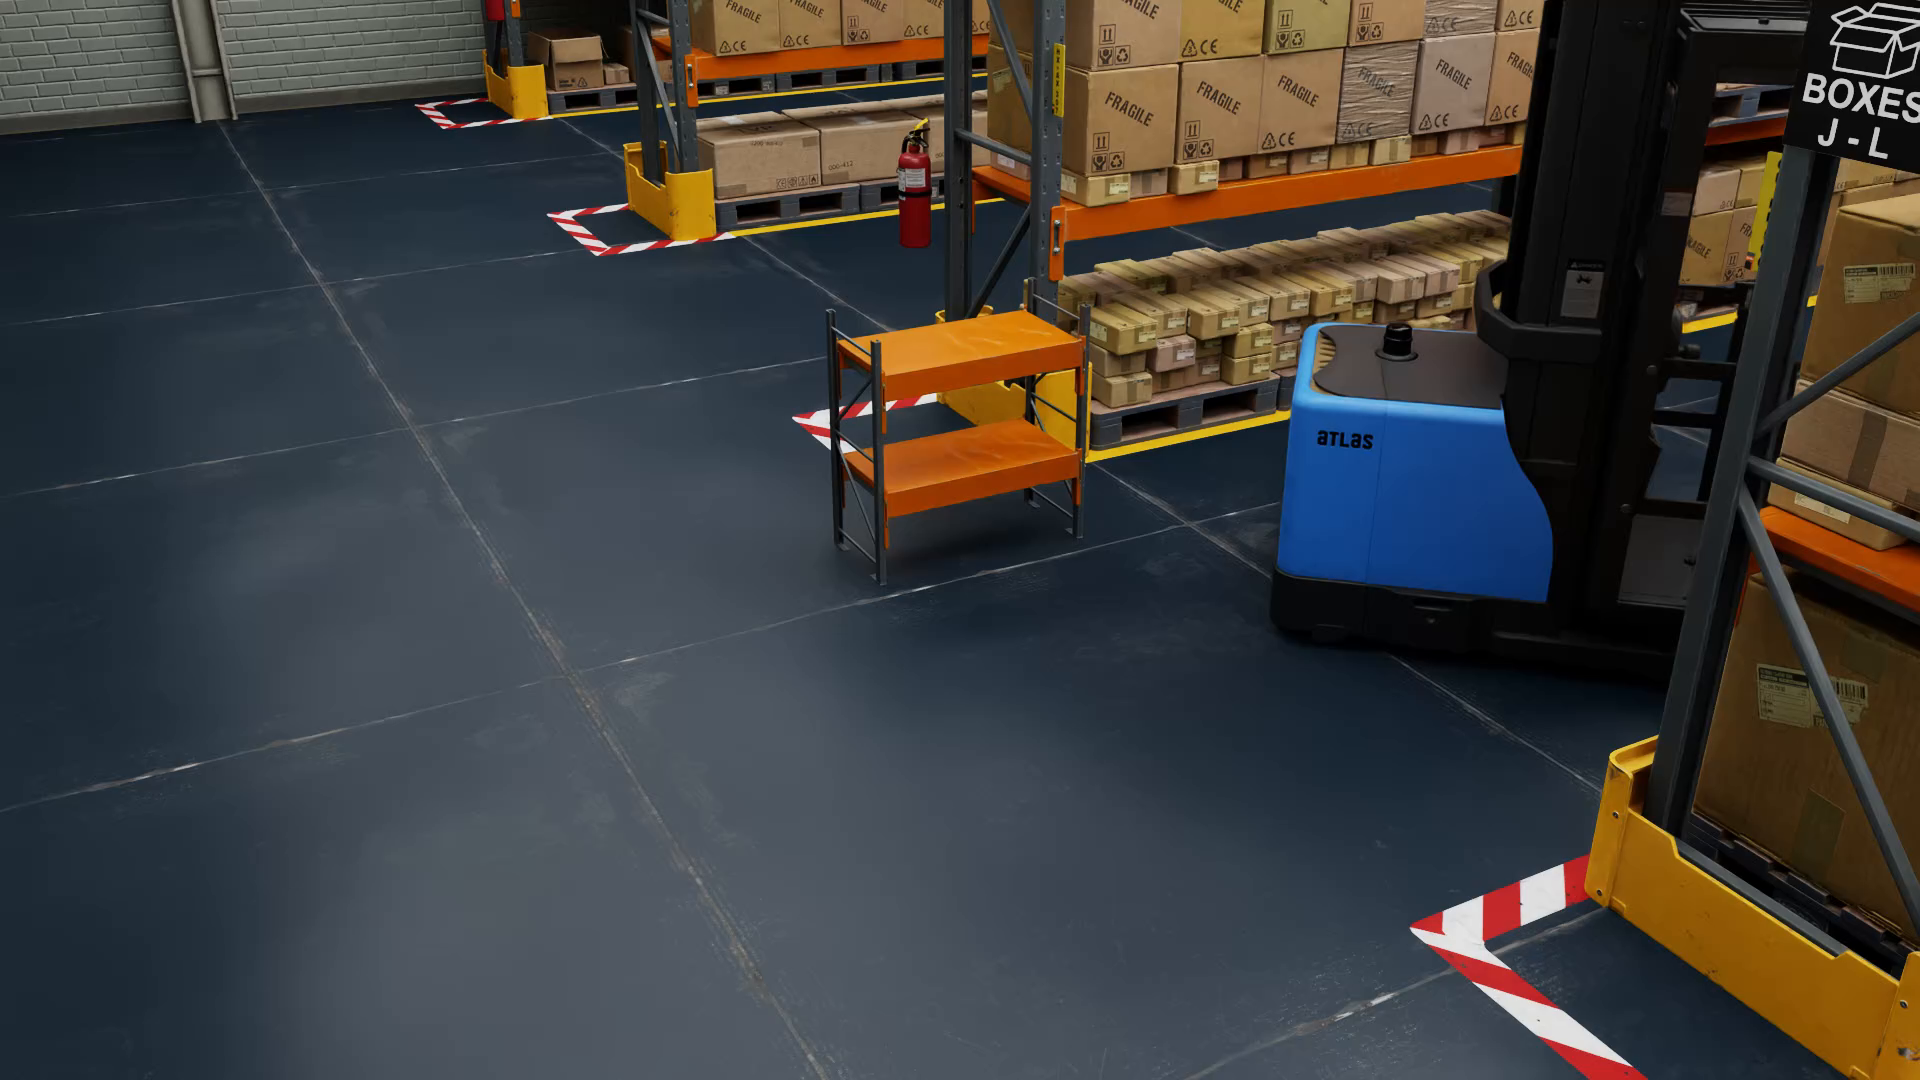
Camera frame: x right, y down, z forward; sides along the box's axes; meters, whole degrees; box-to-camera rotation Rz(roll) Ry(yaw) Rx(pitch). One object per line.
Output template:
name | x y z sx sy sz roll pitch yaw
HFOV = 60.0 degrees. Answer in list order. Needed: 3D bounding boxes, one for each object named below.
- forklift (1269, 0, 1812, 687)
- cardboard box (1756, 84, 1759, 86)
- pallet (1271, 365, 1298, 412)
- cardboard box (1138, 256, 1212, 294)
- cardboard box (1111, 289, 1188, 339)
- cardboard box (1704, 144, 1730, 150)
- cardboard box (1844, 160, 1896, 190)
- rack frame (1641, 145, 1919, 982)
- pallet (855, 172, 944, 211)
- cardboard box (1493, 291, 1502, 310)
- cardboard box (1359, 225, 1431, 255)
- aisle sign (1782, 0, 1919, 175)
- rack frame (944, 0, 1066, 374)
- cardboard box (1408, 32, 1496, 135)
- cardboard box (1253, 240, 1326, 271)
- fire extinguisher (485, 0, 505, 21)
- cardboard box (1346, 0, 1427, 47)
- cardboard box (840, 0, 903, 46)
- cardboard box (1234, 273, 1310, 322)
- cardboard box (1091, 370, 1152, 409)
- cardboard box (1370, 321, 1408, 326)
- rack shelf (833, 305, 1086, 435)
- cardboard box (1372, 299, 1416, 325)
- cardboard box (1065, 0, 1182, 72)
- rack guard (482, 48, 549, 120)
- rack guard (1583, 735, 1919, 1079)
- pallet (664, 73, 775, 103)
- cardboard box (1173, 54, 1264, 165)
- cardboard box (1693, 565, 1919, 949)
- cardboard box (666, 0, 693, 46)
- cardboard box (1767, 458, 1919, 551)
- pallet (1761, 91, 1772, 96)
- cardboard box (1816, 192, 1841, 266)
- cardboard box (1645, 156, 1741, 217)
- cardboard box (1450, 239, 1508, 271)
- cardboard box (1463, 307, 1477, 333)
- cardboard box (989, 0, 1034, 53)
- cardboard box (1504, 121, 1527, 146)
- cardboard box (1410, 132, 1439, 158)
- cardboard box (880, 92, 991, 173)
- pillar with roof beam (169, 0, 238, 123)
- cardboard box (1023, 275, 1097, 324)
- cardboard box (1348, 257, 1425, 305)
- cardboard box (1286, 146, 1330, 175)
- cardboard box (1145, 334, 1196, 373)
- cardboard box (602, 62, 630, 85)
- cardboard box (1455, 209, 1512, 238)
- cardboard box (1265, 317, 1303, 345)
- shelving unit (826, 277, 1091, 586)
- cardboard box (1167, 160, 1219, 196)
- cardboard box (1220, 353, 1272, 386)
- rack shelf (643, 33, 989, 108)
forklift | 2.859 -0.965 6.374 3.031 2.935 1.130 6 26 12
cardboard box | 4.760 -2.862 10.050 0.250 0.149 0.380 -13 28 -25
pallet | 2.078 -1.115 9.829 1.213 0.211 1.003 -13 29 -25
cardboard box | 1.226 -1.494 9.518 0.250 0.149 0.380 -14 29 -27
cardboard box | 1.011 -1.210 8.925 0.250 0.149 0.380 -12 28 -24
cardboard box | 4.729 -2.521 11.072 0.500 0.250 0.500 -12 28 -23
cardboard box | 5.884 -2.544 11.120 0.500 0.250 0.500 -12 28 -24
rack frame | 2.447 -0.044 4.375 0.127 3.000 1.000 -13 29 -25
pallet | -0.473 -3.011 13.777 1.213 0.211 1.003 -13 29 -25
cardboard box | 3.142 -1.505 9.883 0.250 0.149 0.380 -14 29 -27
cardboard box | 2.640 -1.789 10.131 0.250 0.149 0.380 -14 29 -26
aisle sign | 2.242 -1.315 4.020 0.004 0.787 0.394 -13 29 -25
rack frame | 0.202 -1.958 8.363 0.127 3.000 1.000 -13 29 -25
cardboard box | 2.539 -2.540 9.115 0.500 0.500 0.500 -13 29 -25
cardboard box | 1.939 -1.646 9.833 0.250 0.149 0.380 -13 28 -25
fire extinguisher | -4.468 -5.314 15.872 0.183 0.674 0.296 -13 29 -25
cardboard box | 2.083 -2.886 8.681 0.500 0.500 0.500 -14 29 -27
cardboard box | -0.767 -4.072 12.650 0.500 0.500 0.500 -13 29 -25
cardboard box | 1.722 -1.347 9.211 0.250 0.149 0.380 -12 28 -23
cardboard box | 0.815 -0.847 8.857 0.250 0.149 0.380 -12 28 -24
cardboard box | 2.371 -1.229 9.652 0.250 0.149 0.380 -12 28 -24
rack shelf | -0.006 -0.770 7.377 1.000 0.278 0.538 -13 29 -25
cardboard box | 2.413 -1.385 9.633 0.250 0.149 0.380 -14 29 -28
cardboard box | 0.723 -2.578 8.040 0.500 0.500 0.500 -13 29 -25
rack guard | -4.489 -4.612 16.778 0.348 0.500 1.175 -13 29 -25
rack guard | 2.425 1.088 4.906 0.348 0.500 1.175 -13 29 -25
pallet | -2.710 -4.891 17.693 1.213 0.211 1.003 -13 29 -25
cardboard box | 1.188 -2.242 8.495 0.500 0.500 0.500 -13 29 -25
cardboard box | 2.974 0.564 5.079 0.875 0.875 0.875 -13 29 -25
cardboard box | -1.915 -4.073 12.651 0.500 0.500 0.500 -13 28 -25
cardboard box | 2.606 -0.129 4.842 0.250 0.149 0.380 -12 28 -24
pallet | 5.533 -3.082 10.926 1.213 0.211 1.003 -13 29 -25
cardboard box | 5.430 -2.105 11.071 0.500 0.500 0.500 -12 28 -24
cardboard box | 4.508 -2.223 10.451 0.500 0.250 0.500 -14 29 -27
cardboard box | 3.117 -1.653 9.848 0.250 0.149 0.380 -13 29 -26
cardboard box | 3.074 -1.368 9.942 0.250 0.149 0.380 -14 29 -27
cardboard box | 0.489 -2.776 8.453 0.500 0.500 0.500 -14 29 -26
cardboard box | 3.149 -2.386 9.545 0.250 0.149 0.380 -12 28 -23
cardboard box | 2.435 -2.245 9.251 0.250 0.149 0.380 -13 29 -26
cardboard box | -0.081 -3.408 13.857 0.875 0.438 0.875 -14 29 -27
pillar with roof beam | -5.333 -6.579 11.055 0.400 9.000 9.100 -13 29 -25
cardboard box | 0.550 -1.335 9.187 0.250 0.149 0.380 -13 28 -25
cardboard box | 2.424 -1.480 9.488 0.250 0.149 0.380 -14 29 -27
cardboard box | 1.756 -2.078 8.903 0.250 0.149 0.380 -14 29 -26
cardboard box | 1.053 -1.039 8.914 0.250 0.149 0.380 -13 29 -25
cardboard box | -3.578 -4.787 17.064 0.250 0.149 0.380 -14 29 -27
cardboard box | 3.330 -1.954 10.476 0.250 0.149 0.380 -12 28 -23
cardboard box | 1.694 -1.224 9.299 0.250 0.149 0.380 -14 29 -28
shelving unit | -0.006 -0.506 7.504 1.048 1.125 0.538 -13 29 -25
cardboard box | 1.110 -1.888 8.507 0.250 0.149 0.380 -14 29 -27
cardboard box | 1.500 -0.995 9.165 0.250 0.149 0.380 -13 28 -24
rack shelf | -0.452 -3.911 13.262 4.000 0.370 1.077 -13 29 -25
